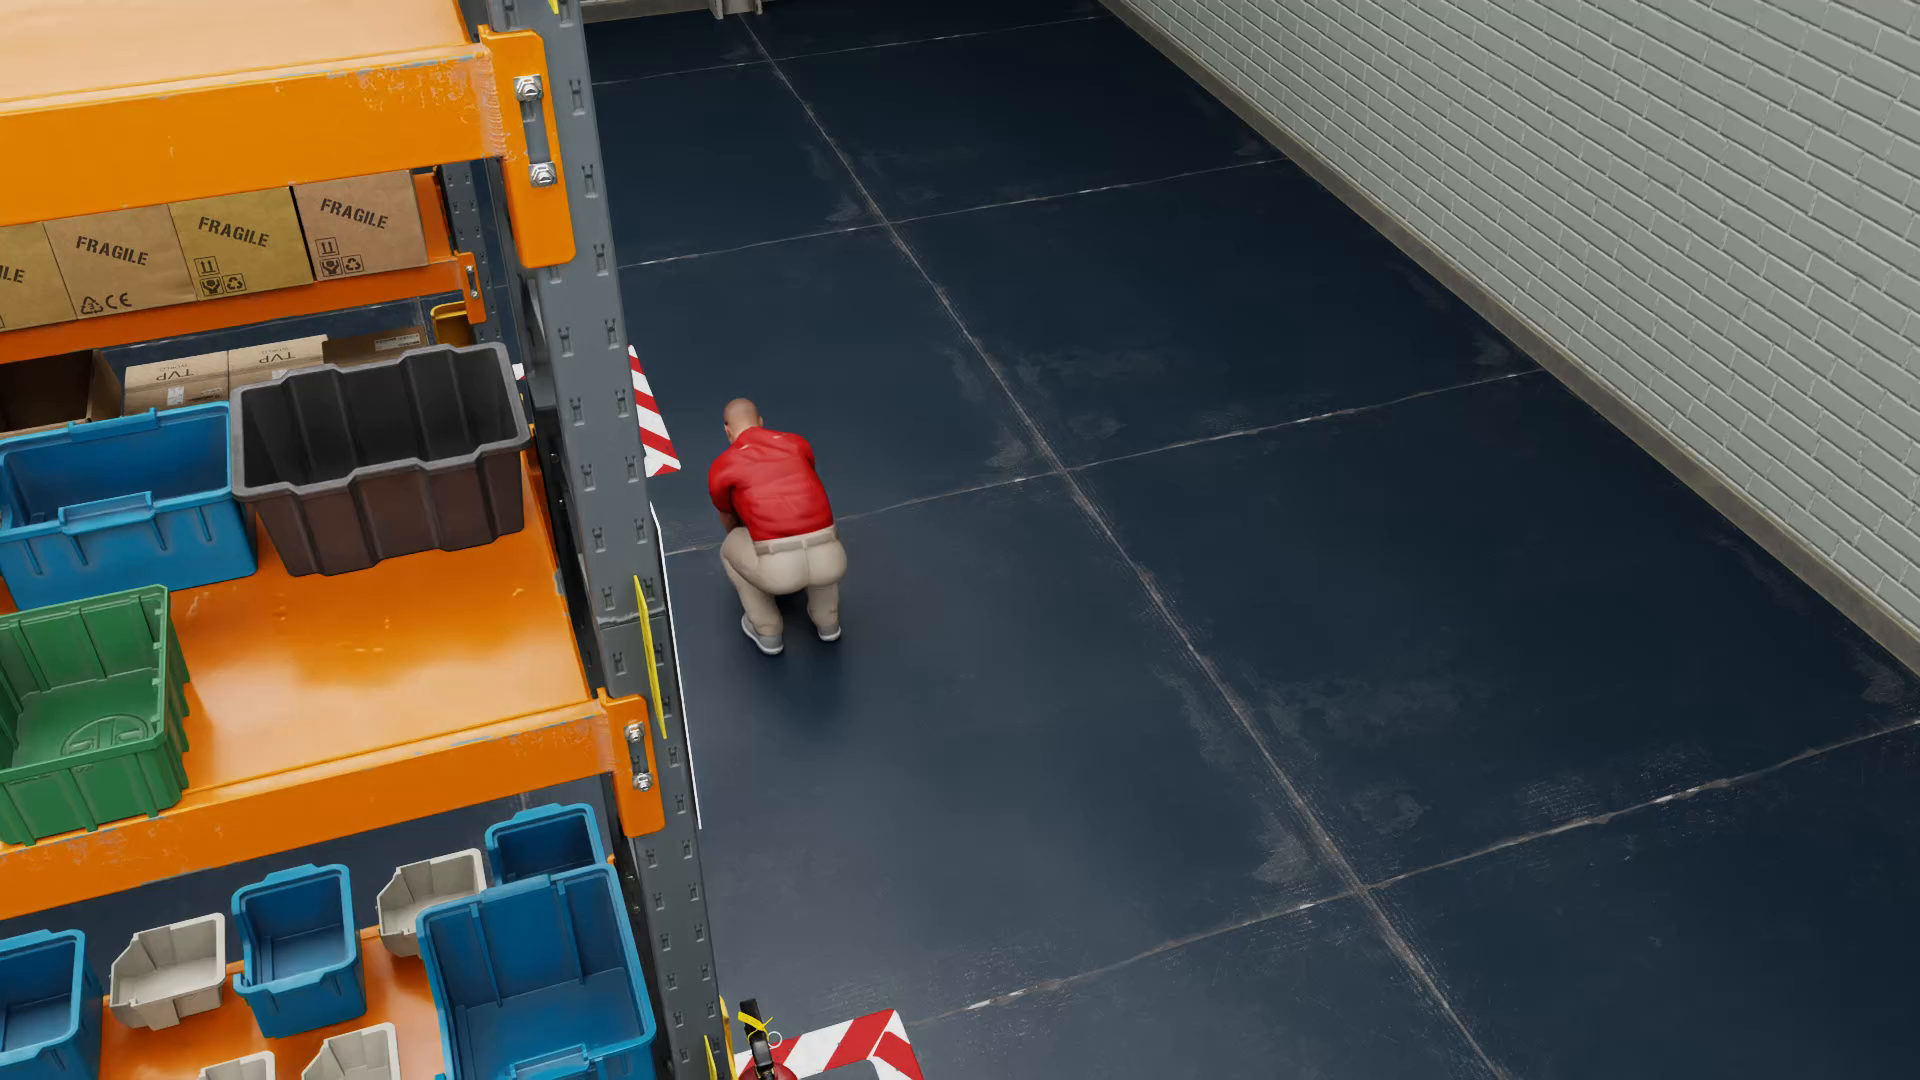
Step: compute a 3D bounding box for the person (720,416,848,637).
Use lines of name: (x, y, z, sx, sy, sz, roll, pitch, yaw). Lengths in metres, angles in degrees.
person: (-0.810, -0.034, 7.472, 0.527, 0.856, 0.823, -13, 40, -17)
